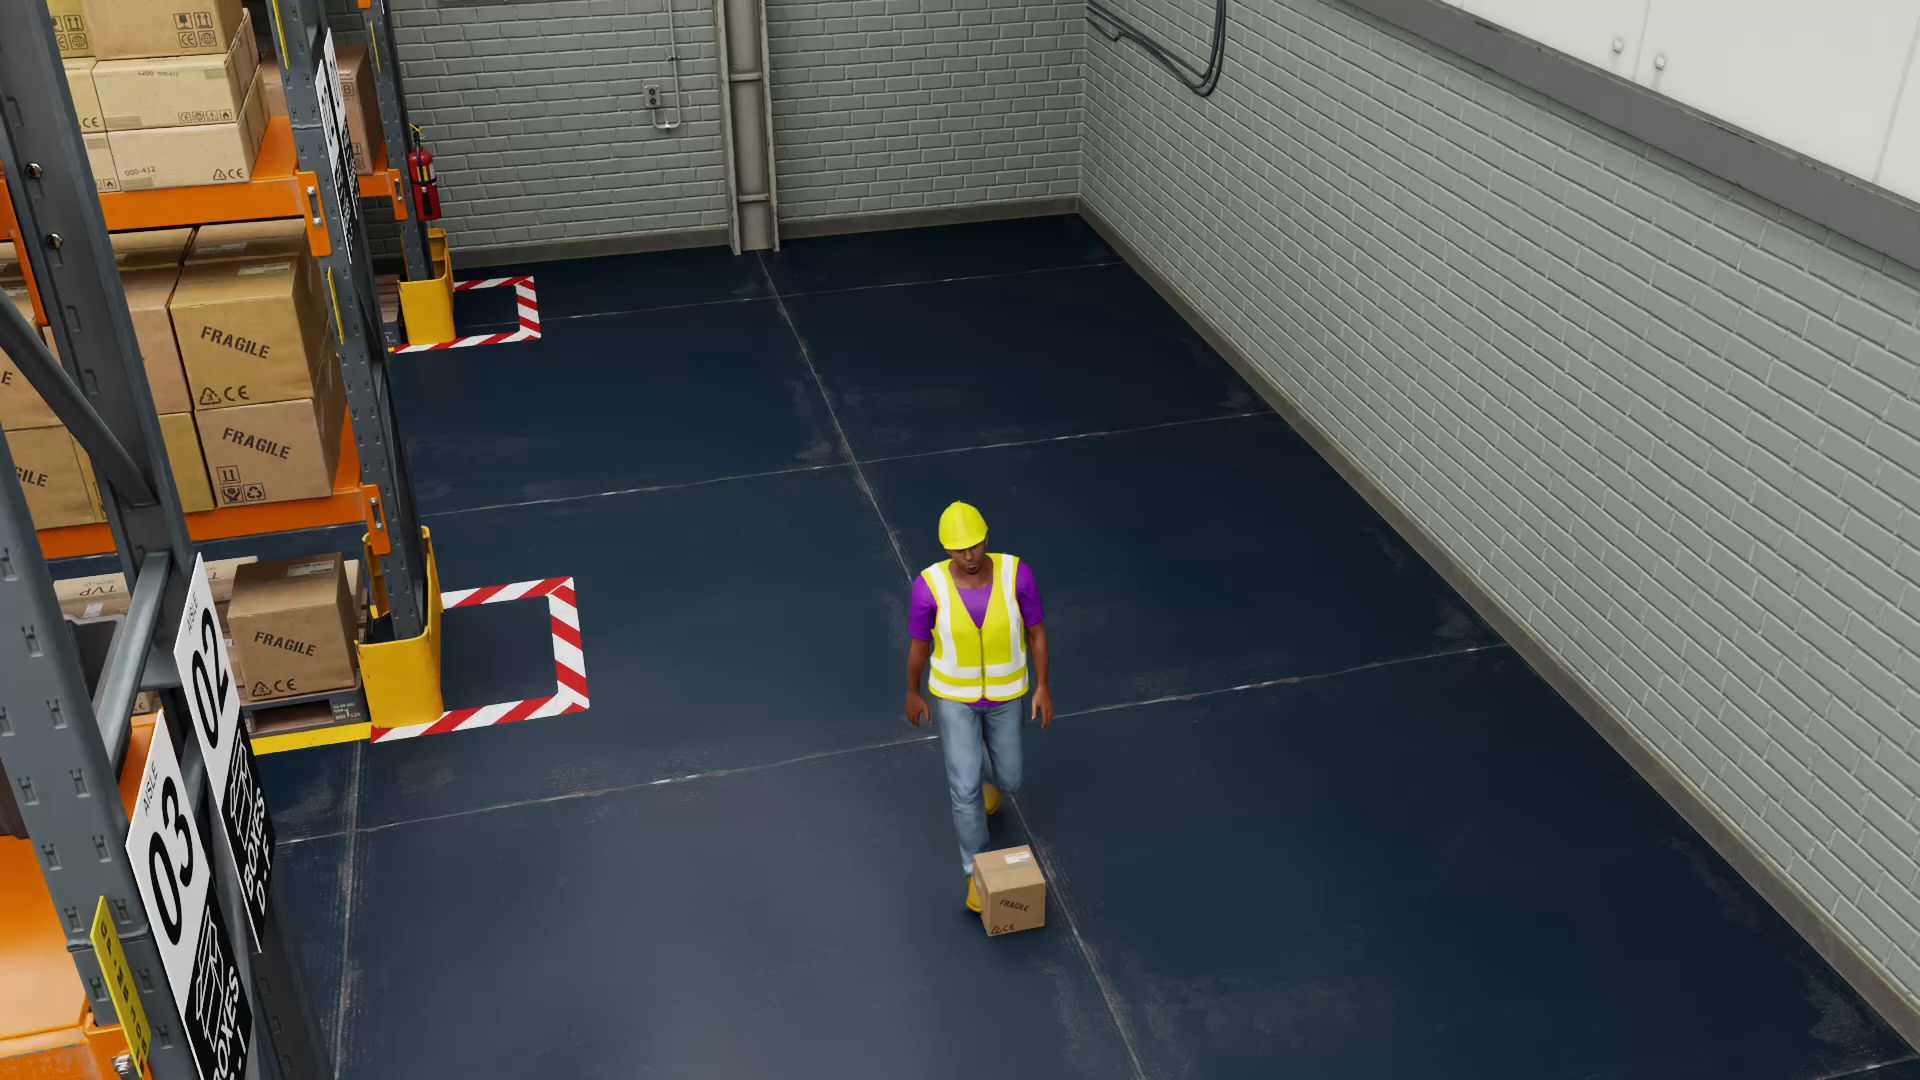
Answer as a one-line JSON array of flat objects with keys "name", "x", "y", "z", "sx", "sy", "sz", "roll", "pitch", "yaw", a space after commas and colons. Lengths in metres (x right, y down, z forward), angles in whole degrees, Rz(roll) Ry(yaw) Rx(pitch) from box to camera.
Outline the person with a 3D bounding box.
[{"name": "person", "x": 0.098, "y": 0.692, "z": 7.091, "sx": 0.636, "sy": 1.695, "sz": 0.882, "roll": -4, "pitch": 30, "yaw": -7}]
